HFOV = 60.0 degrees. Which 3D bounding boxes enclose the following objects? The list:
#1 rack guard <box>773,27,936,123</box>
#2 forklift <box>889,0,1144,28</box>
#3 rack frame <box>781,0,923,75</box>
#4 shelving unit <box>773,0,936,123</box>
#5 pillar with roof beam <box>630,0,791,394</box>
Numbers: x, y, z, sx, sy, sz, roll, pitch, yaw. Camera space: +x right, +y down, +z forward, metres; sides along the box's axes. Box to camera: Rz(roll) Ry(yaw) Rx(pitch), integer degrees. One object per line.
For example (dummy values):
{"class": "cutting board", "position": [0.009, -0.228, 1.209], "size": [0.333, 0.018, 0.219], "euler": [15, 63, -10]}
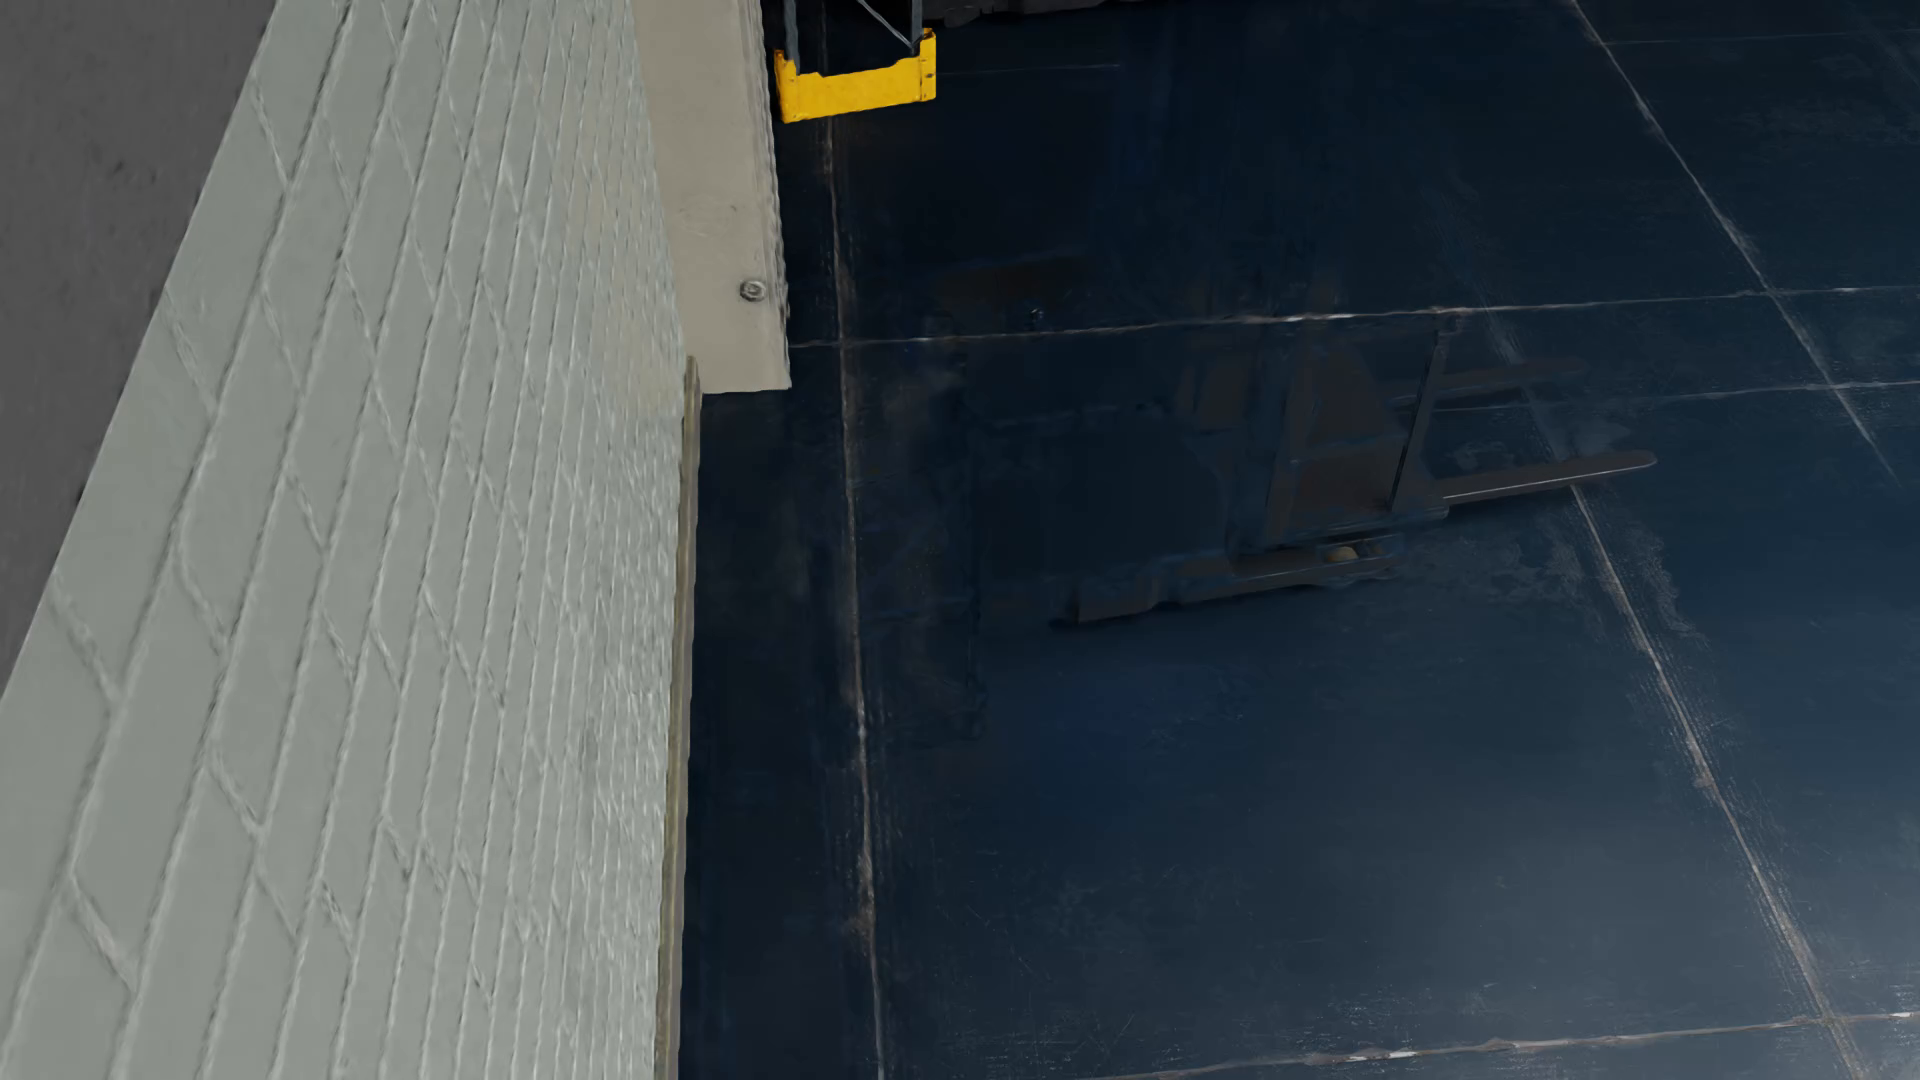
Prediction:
{"class": "rack guard", "position": [-0.174, 0.668, 6.081], "size": [0.587, 0.250, 0.087], "euler": [-12, 48, -11]}
{"class": "forklift", "position": [1.333, -1.187, 5.992], "size": [3.031, 2.935, 1.130], "euler": [-9, 47, -8]}
{"class": "rack frame", "position": [-0.174, 0.239, 5.627], "size": [0.500, 1.500, 0.032], "euler": [-12, 48, -11]}
{"class": "shelving unit", "position": [-0.316, -0.108, 5.956], "size": [0.587, 1.500, 1.083], "euler": [-12, 48, -11]}
{"class": "pillar with roof beam", "position": [3.809, -1.591, 2.195], "size": [9.100, 9.000, 0.400], "euler": [-3, 47, -3]}
